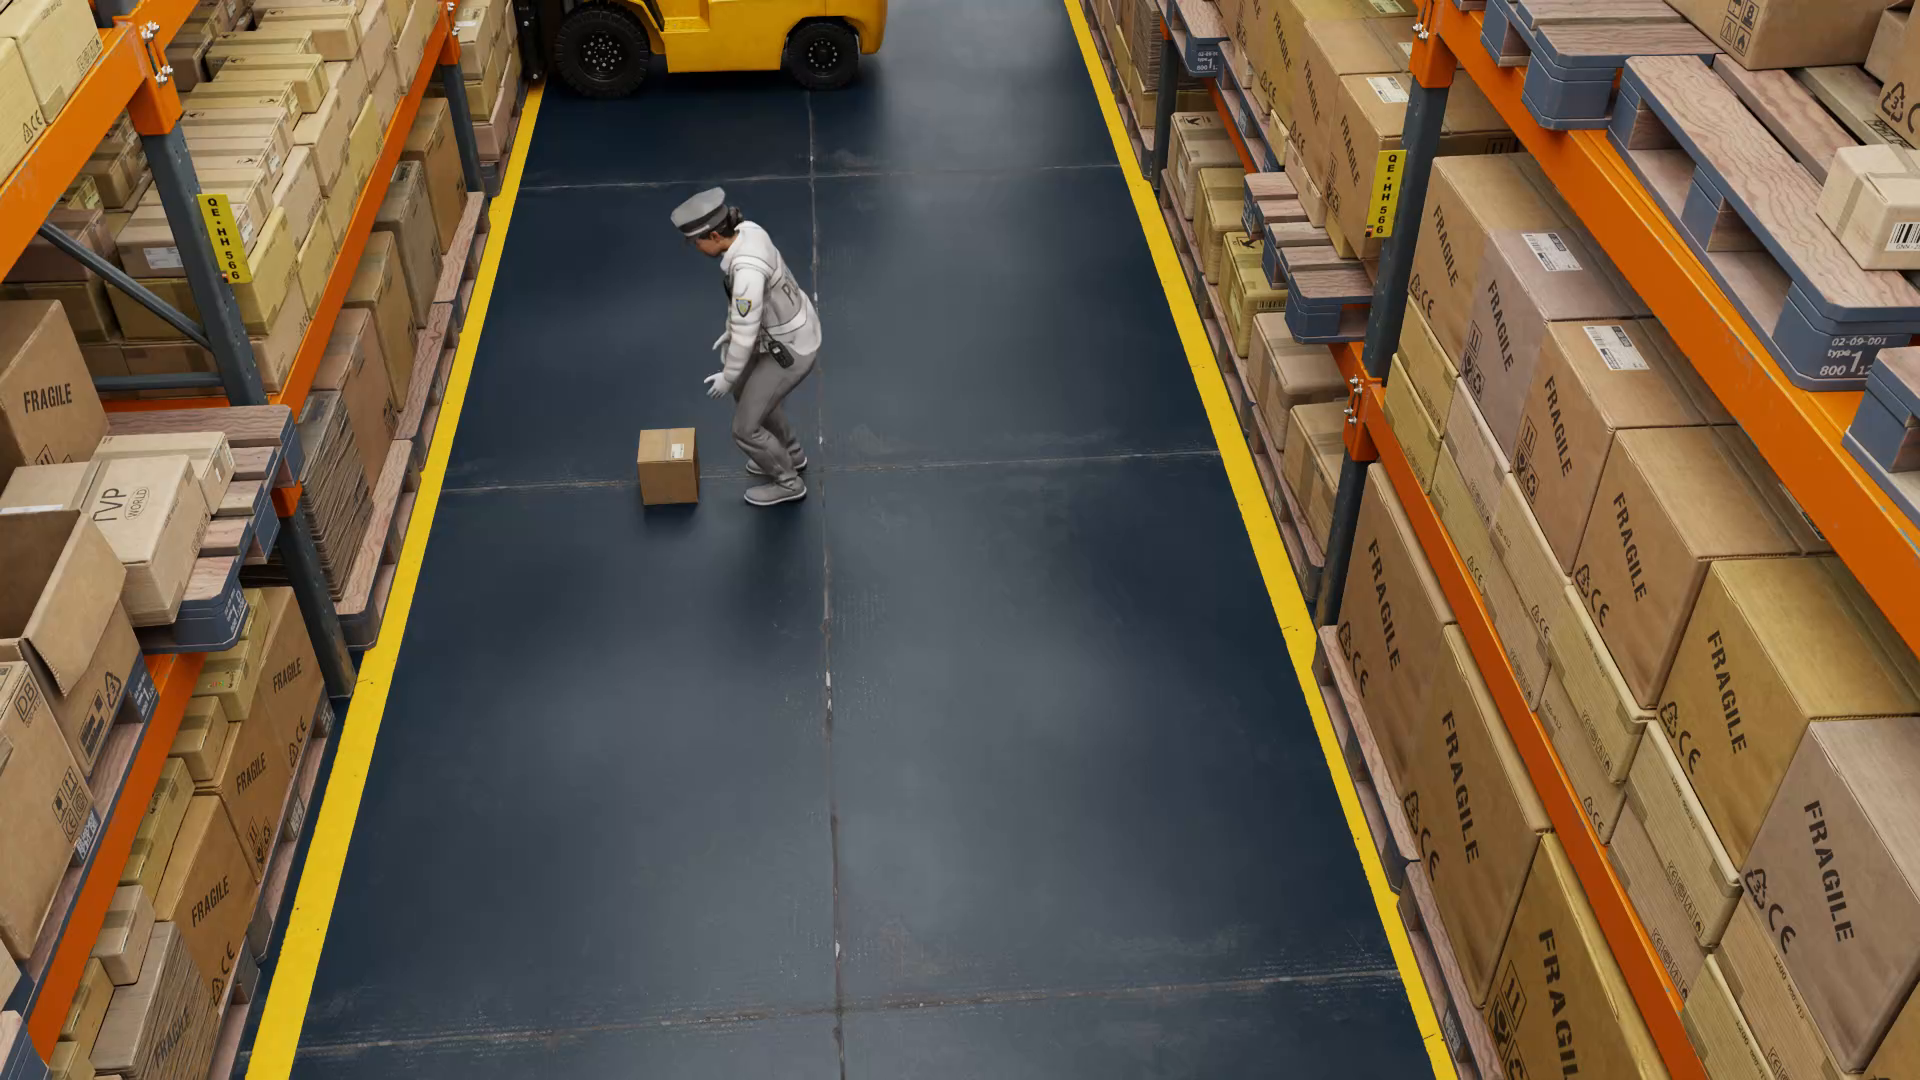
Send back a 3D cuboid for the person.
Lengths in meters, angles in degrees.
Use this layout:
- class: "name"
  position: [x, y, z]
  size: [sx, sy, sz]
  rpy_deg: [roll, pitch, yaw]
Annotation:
- class: "person"
  position: [-0.900, -0.830, 7.289]
  size: [0.591, 1.522, 0.527]
  rpy_deg: [-3, 39, -3]
